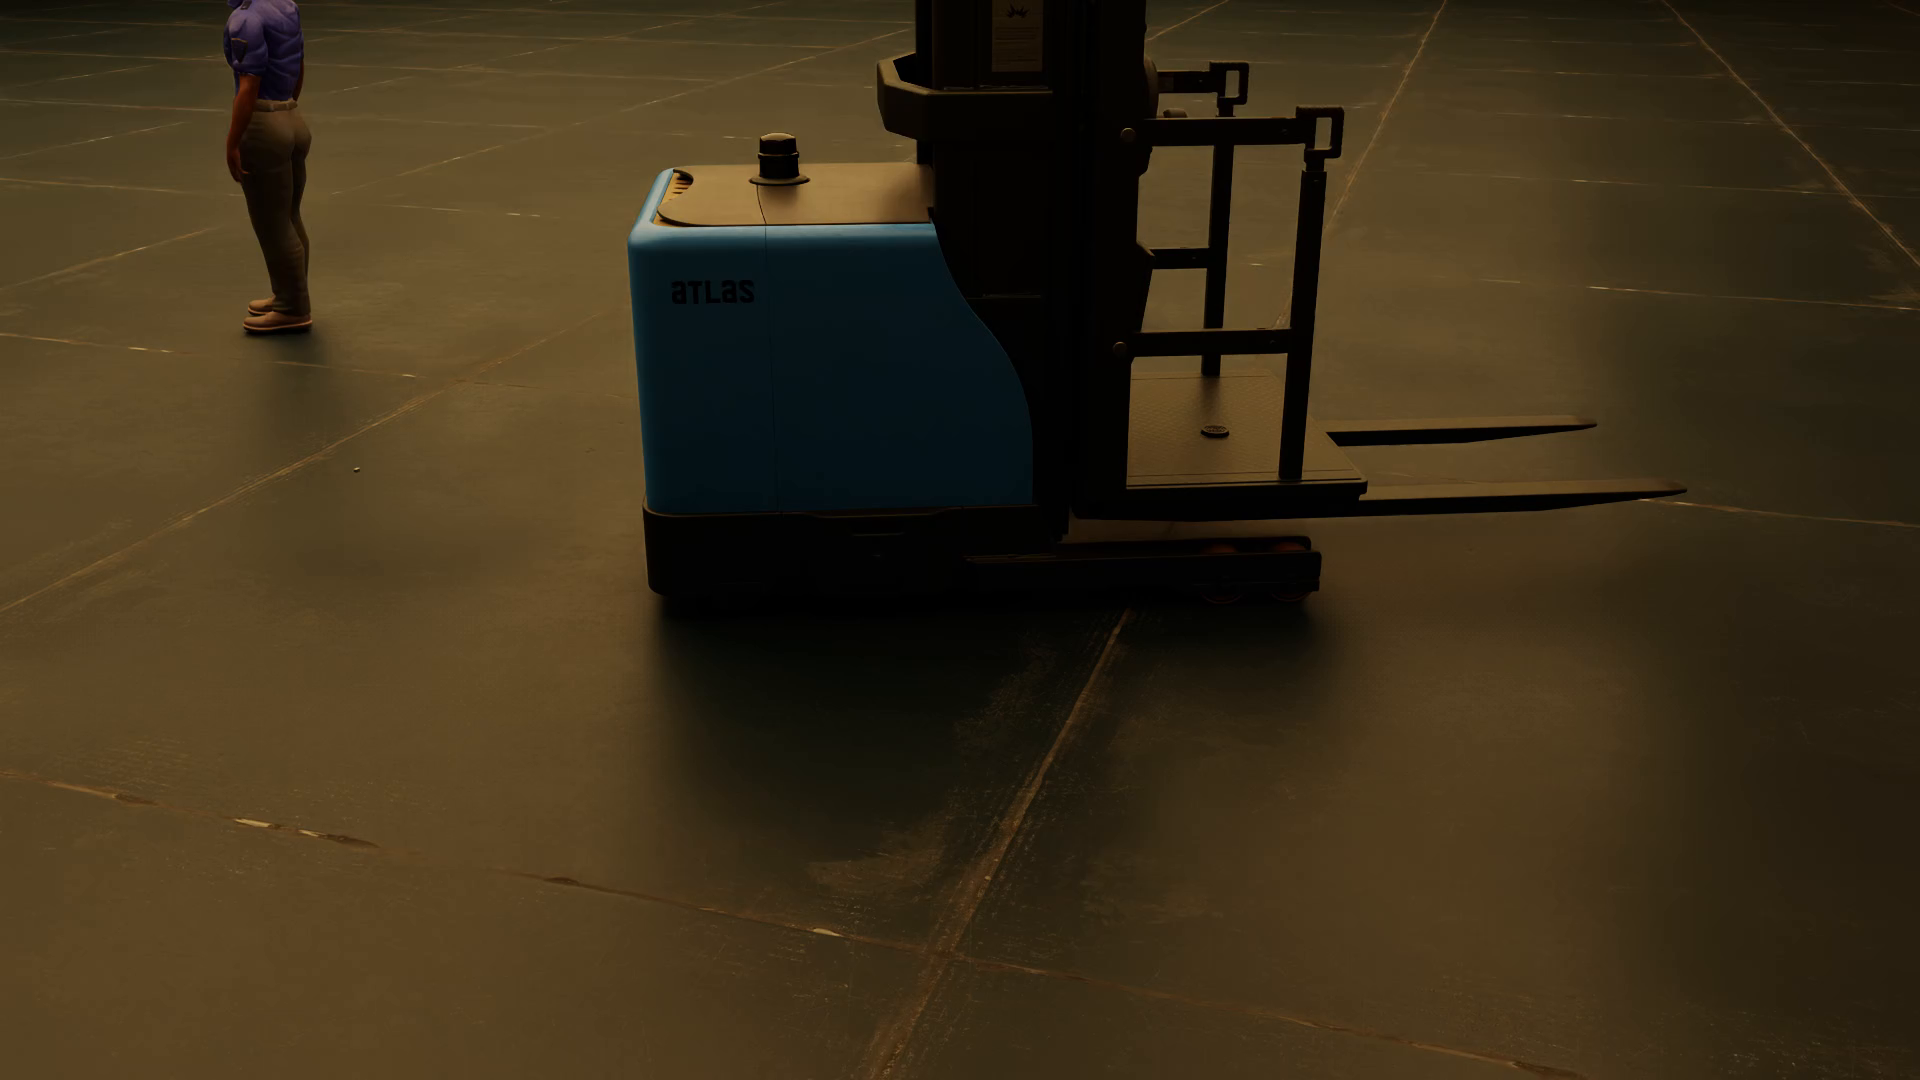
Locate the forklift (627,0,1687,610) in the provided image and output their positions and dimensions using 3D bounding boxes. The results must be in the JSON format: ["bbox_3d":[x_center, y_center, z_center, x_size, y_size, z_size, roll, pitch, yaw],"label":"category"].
[{"bbox_3d":[0.606,-1.374,4.608,3.031,2.935,1.130,-2,23,-4],"label":"forklift"}]

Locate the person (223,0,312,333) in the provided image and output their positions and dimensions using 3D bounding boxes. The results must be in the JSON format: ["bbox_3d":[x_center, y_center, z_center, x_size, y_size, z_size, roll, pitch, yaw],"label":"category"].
[{"bbox_3d":[-3.015,-1.712,7.081,0.504,1.654,0.570,1,22,3],"label":"person"}]
